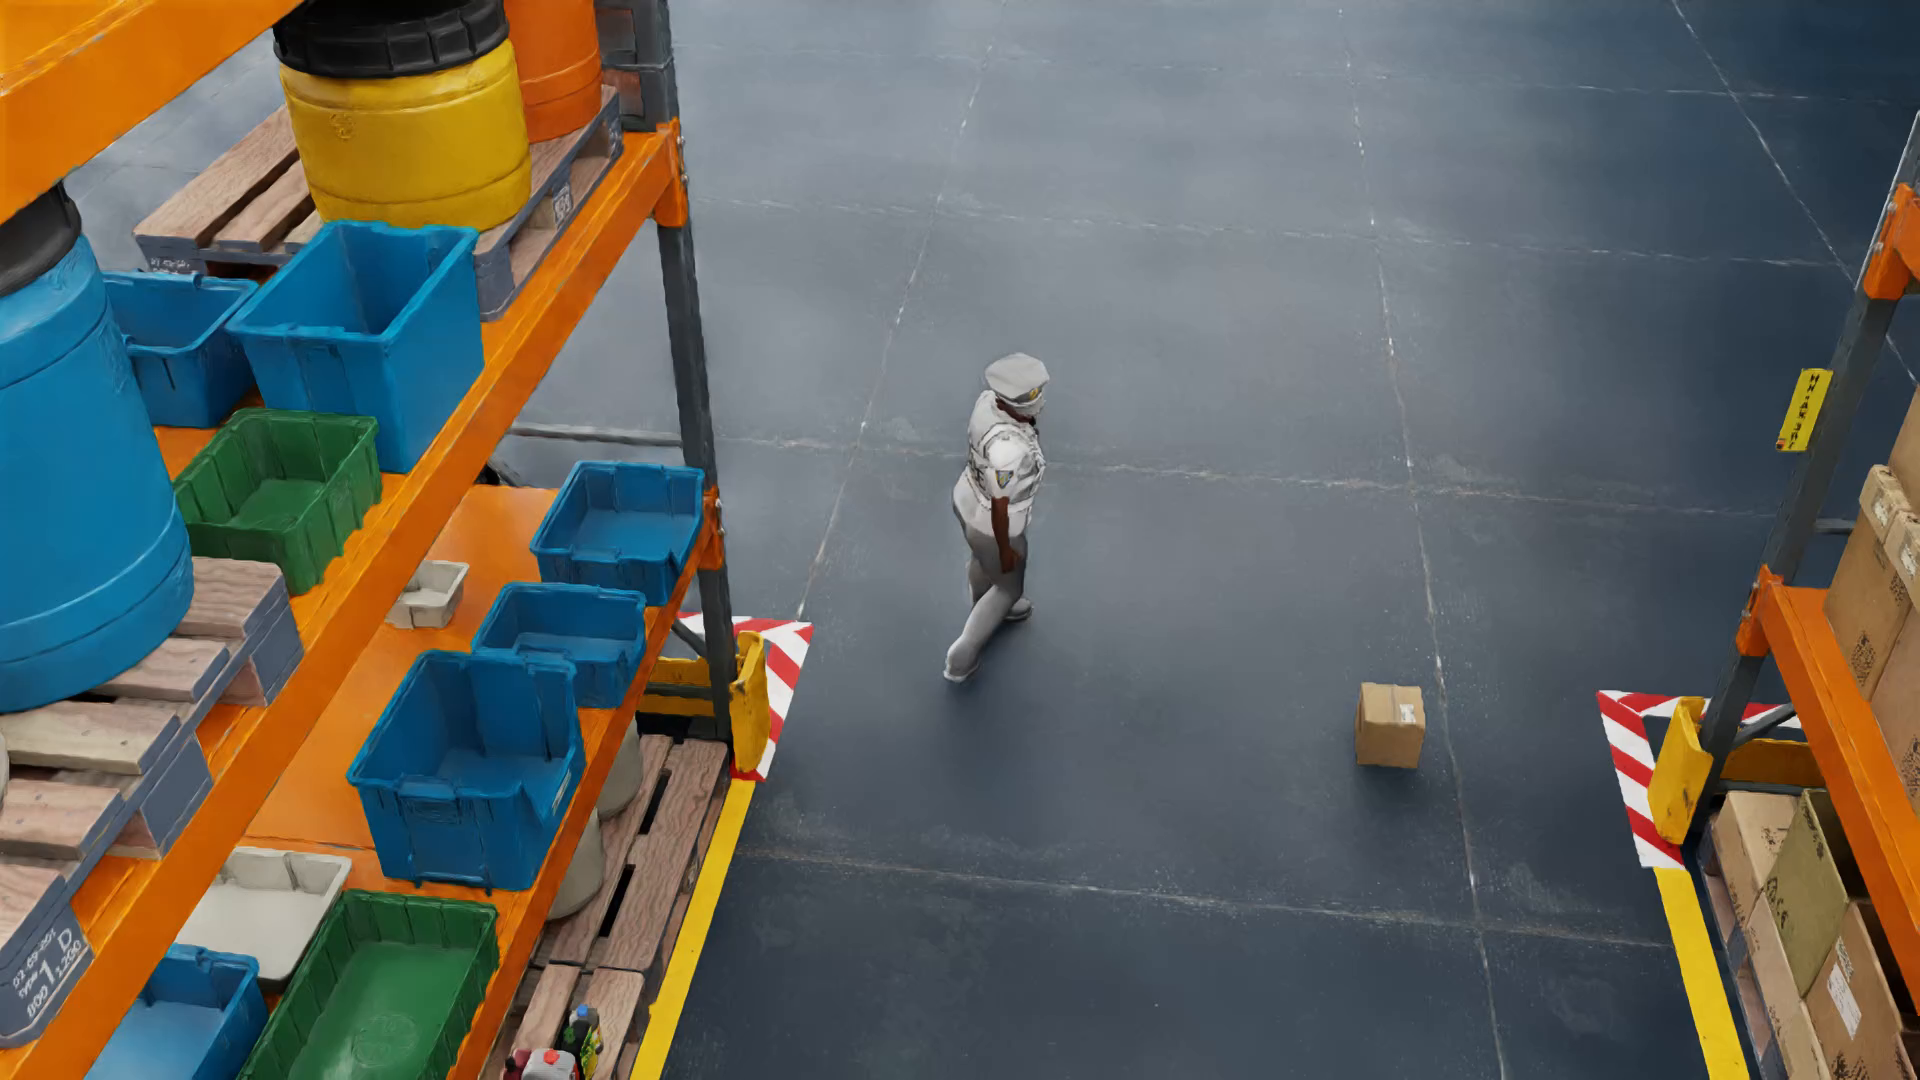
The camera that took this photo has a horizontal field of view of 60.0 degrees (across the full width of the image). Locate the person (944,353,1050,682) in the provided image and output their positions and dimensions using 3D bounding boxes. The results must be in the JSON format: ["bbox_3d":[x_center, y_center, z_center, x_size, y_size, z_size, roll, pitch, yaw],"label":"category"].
[{"bbox_3d":[0.142,-0.133,7.236,0.595,1.611,0.601,-13,38,-17],"label":"person"}]
